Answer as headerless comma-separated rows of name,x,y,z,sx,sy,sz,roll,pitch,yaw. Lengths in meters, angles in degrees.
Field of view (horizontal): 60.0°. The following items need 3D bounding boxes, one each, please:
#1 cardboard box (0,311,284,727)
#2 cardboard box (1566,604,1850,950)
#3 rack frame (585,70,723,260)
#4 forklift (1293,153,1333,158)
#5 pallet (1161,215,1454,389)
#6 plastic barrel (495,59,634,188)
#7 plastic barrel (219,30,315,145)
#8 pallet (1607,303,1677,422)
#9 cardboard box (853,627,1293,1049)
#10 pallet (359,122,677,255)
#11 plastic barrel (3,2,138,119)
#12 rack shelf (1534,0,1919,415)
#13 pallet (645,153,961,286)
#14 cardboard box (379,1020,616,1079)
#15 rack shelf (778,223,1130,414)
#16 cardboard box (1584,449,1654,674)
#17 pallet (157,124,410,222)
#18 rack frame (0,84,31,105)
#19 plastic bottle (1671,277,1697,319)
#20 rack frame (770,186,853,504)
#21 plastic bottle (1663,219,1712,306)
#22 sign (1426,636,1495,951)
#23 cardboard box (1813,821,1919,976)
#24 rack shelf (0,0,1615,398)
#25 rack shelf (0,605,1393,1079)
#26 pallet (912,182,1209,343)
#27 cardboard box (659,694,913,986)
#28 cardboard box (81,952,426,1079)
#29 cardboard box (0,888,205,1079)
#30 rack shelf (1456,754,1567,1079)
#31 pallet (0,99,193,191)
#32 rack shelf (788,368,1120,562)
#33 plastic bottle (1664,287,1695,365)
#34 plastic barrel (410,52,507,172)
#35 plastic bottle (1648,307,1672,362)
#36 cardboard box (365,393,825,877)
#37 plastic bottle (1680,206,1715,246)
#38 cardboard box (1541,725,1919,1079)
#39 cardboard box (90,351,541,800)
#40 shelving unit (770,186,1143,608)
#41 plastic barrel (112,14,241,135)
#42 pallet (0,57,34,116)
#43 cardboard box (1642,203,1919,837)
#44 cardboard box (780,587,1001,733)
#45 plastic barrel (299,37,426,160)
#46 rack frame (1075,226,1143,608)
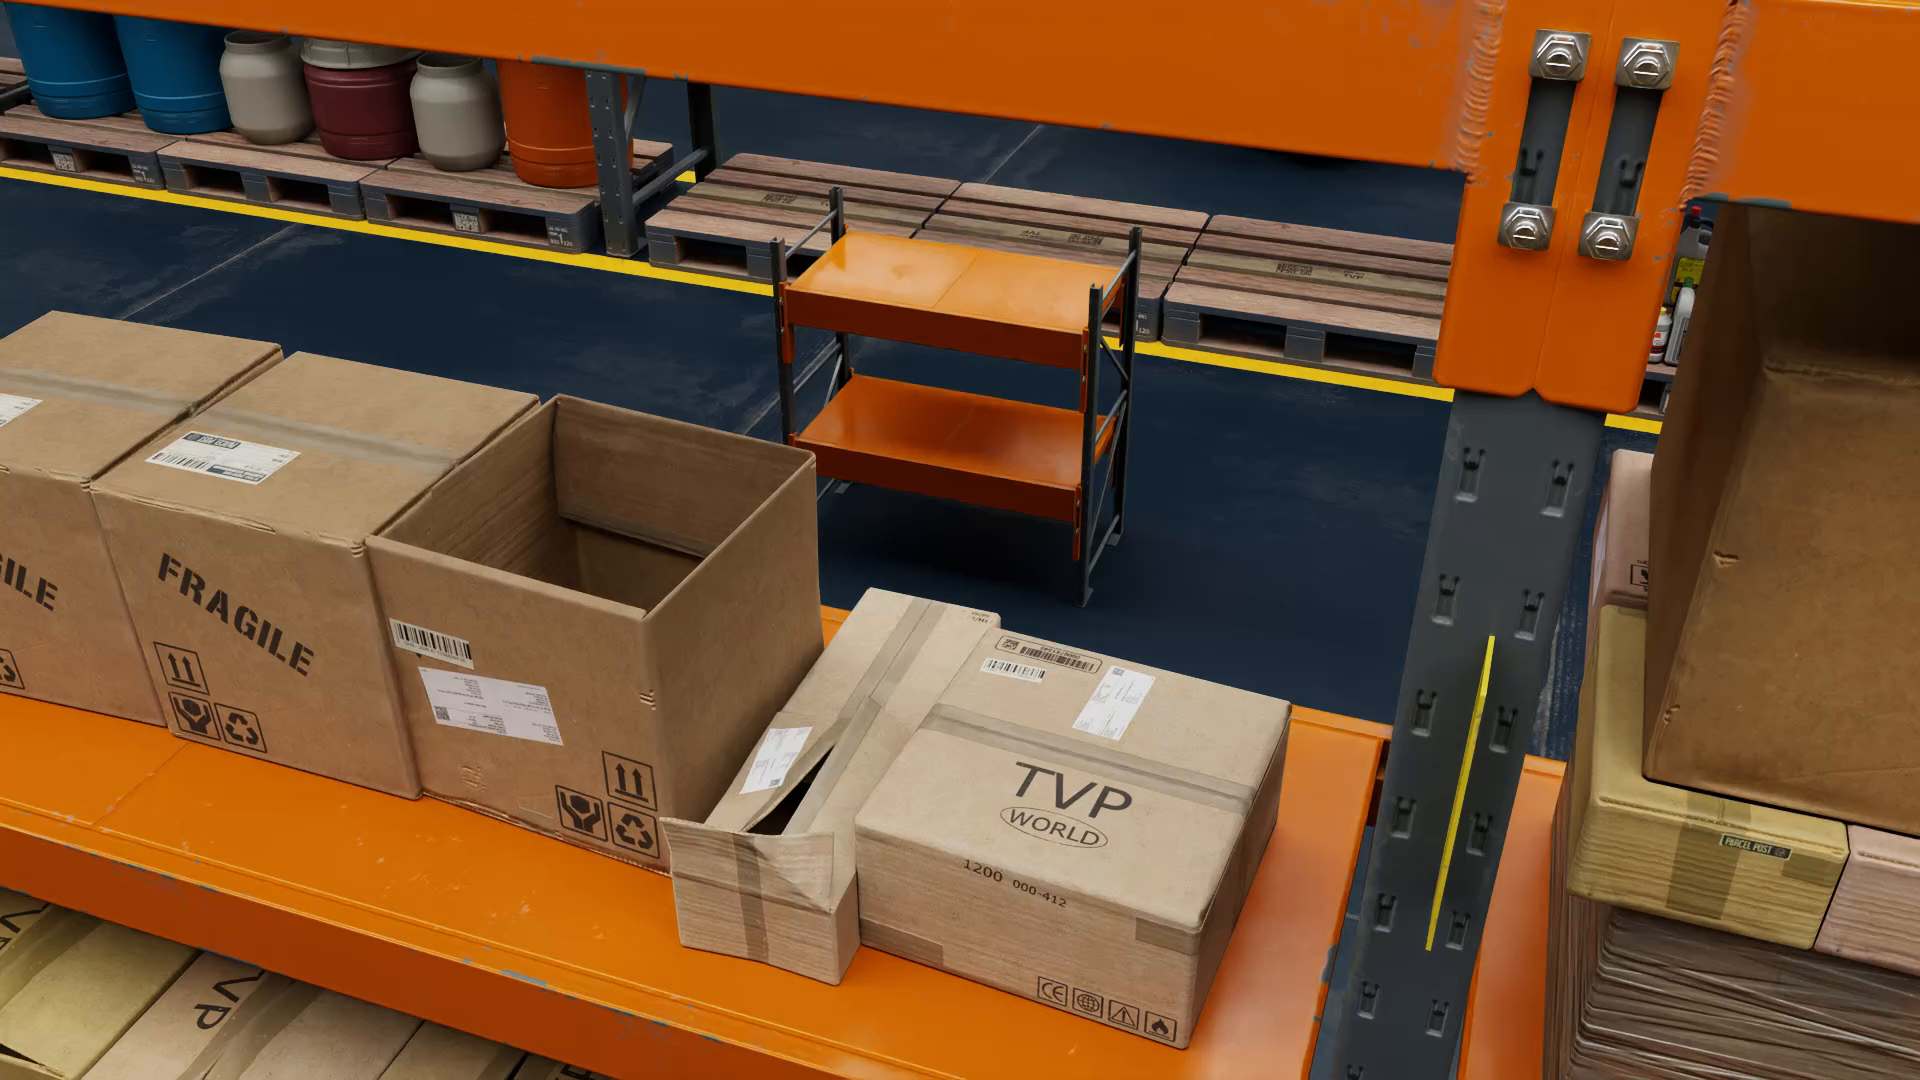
cardboard box,-1.524,-0.053,2.974,0.500,0.500,0.500,9,34,14
cardboard box,0.844,0.256,1.898,0.250,0.149,0.380,11,34,16
rack frame,-1.435,-2.838,7.380,0.127,3.000,1.000,11,34,16
forklift,1.430,-3.971,9.199,1.130,2.935,3.031,-23,39,-31
pallet,1.578,-1.058,7.195,1.213,0.211,1.003,11,34,16
plastic barrel,-1.901,-2.184,7.980,0.708,0.830,0.600,11,34,16
plastic barrel,-3.526,-2.314,8.476,0.421,0.512,0.421,0,33,0
pallet,2.949,-0.790,6.780,1.213,0.211,1.003,11,34,16
cardboard box,0.178,0.418,2.476,0.500,0.250,0.500,13,35,19
pallet,-2.191,-1.790,8.327,1.213,0.211,1.003,11,34,16
plastic barrel,-4.694,-2.757,8.801,0.708,0.901,0.600,11,34,16
rack shelf,2.539,-0.169,1.145,4.000,0.370,1.077,11,34,16
pallet,-0.719,-1.505,7.886,1.213,0.211,1.003,11,34,16
cardboard box,-0.783,1.053,2.984,0.500,0.311,0.500,11,34,16
rack shelf,-0.006,-0.720,5.288,1.000,0.278,0.538,11,34,16
cardboard box,0.984,0.048,2.219,0.250,0.149,0.380,11,34,16
pallet,-3.336,-2.014,8.674,1.213,0.211,1.003,11,34,16
rack frame,-5.200,-3.570,8.514,0.127,3.000,1.000,11,34,16
plastic bottle,2.832,-0.877,6.441,0.133,0.283,0.061,11,34,16
rack frame,-0.485,-0.567,5.591,0.032,1.125,0.500,11,34,16
plastic bottle,2.985,-1.134,6.777,0.185,0.351,0.144,11,34,16
sign,0.482,0.248,1.606,0.005,0.325,0.100,11,34,16
cardboard box,1.080,0.302,1.827,0.250,0.149,0.380,12,35,17
rack shelf,-1.227,-0.901,2.279,4.000,0.370,1.077,11,34,16
rack shelf,-1.227,0.359,3.092,4.000,0.370,1.077,11,34,16
pallet,0.426,-1.281,7.539,1.213,0.211,1.003,11,34,16
cardboard box,-0.234,0.412,2.471,0.258,0.266,0.396,10,34,15
cardboard box,-1.255,0.960,3.129,0.500,0.311,0.500,11,34,16
cardboard box,-1.739,0.866,3.274,0.500,0.311,0.500,10,34,15
rack shelf,2.539,1.091,1.958,4.000,0.370,1.077,11,34,16
pallet,-4.488,-2.236,9.019,1.213,0.211,1.003,11,34,16
rack shelf,-0.006,-0.268,5.579,1.000,0.278,0.538,11,34,16
plastic bottle,2.796,-0.819,6.359,0.135,0.276,0.152,12,35,18
plastic barrel,-2.463,-2.108,8.156,0.421,0.512,0.421,0,33,0
plastic bottle,2.674,-0.796,6.392,0.097,0.201,0.097,0,33,0
cardboard box,-0.557,0.135,2.683,0.500,0.500,0.500,14,35,20
plastic bottle,3.034,-1.207,6.891,0.185,0.351,0.144,10,34,15
cardboard box,1.076,0.459,2.182,0.500,0.500,0.700,10,34,15
cardboard box,-1.029,0.044,2.825,0.500,0.500,0.500,11,34,17
shelving unit,-0.006,-0.474,5.447,1.048,1.125,0.538,11,34,16
plastic barrel,-4.027,-2.627,8.601,0.708,0.901,0.600,11,34,16
pallet,-5.906,-2.513,9.448,1.213,0.211,1.003,11,34,16
cardboard box,1.076,-0.087,1.830,0.500,0.500,0.700,11,34,17
cardboard box,-0.109,0.262,2.811,0.250,0.149,0.380,11,34,16
plastic barrel,-2.964,-2.289,8.366,0.708,0.588,0.600,11,34,16
rack frame,0.472,-0.381,5.303,0.032,1.125,0.500,11,34,16
